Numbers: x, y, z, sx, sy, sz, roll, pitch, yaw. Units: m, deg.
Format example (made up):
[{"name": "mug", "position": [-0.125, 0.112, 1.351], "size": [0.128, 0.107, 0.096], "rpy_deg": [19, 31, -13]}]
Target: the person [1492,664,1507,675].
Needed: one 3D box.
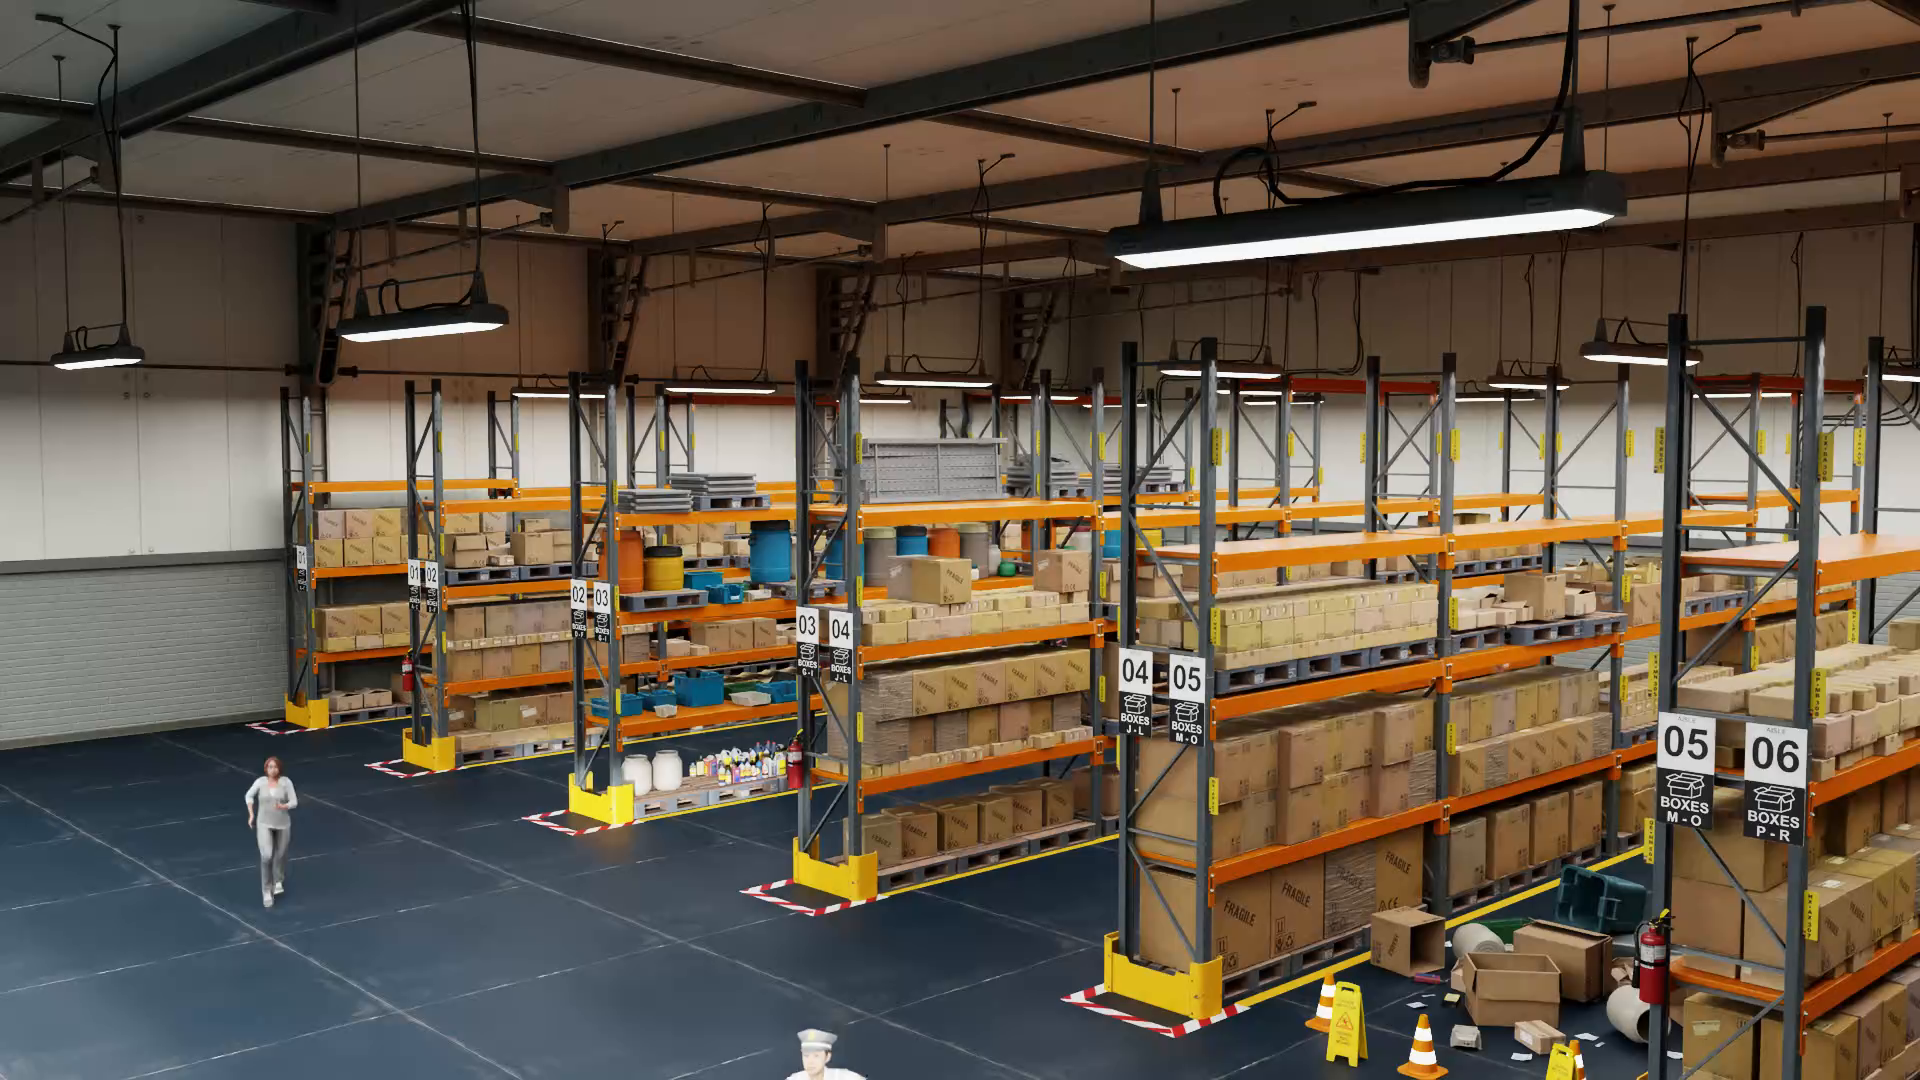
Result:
[{"name": "person", "position": [8.210, 2.679, 25.396], "size": [0.663, 1.727, 0.704], "rpy_deg": [3, 5, 39]}]

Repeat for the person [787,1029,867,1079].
[{"name": "person", "position": [-0.802, 3.707, 9.889], "size": [0.639, 1.658, 0.679], "rpy_deg": [0, 4, 8]}]

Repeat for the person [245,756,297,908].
[{"name": "person", "position": [-7.564, 3.194, 18.302], "size": [0.503, 1.639, 0.703], "rpy_deg": [-2, 4, -28]}]
